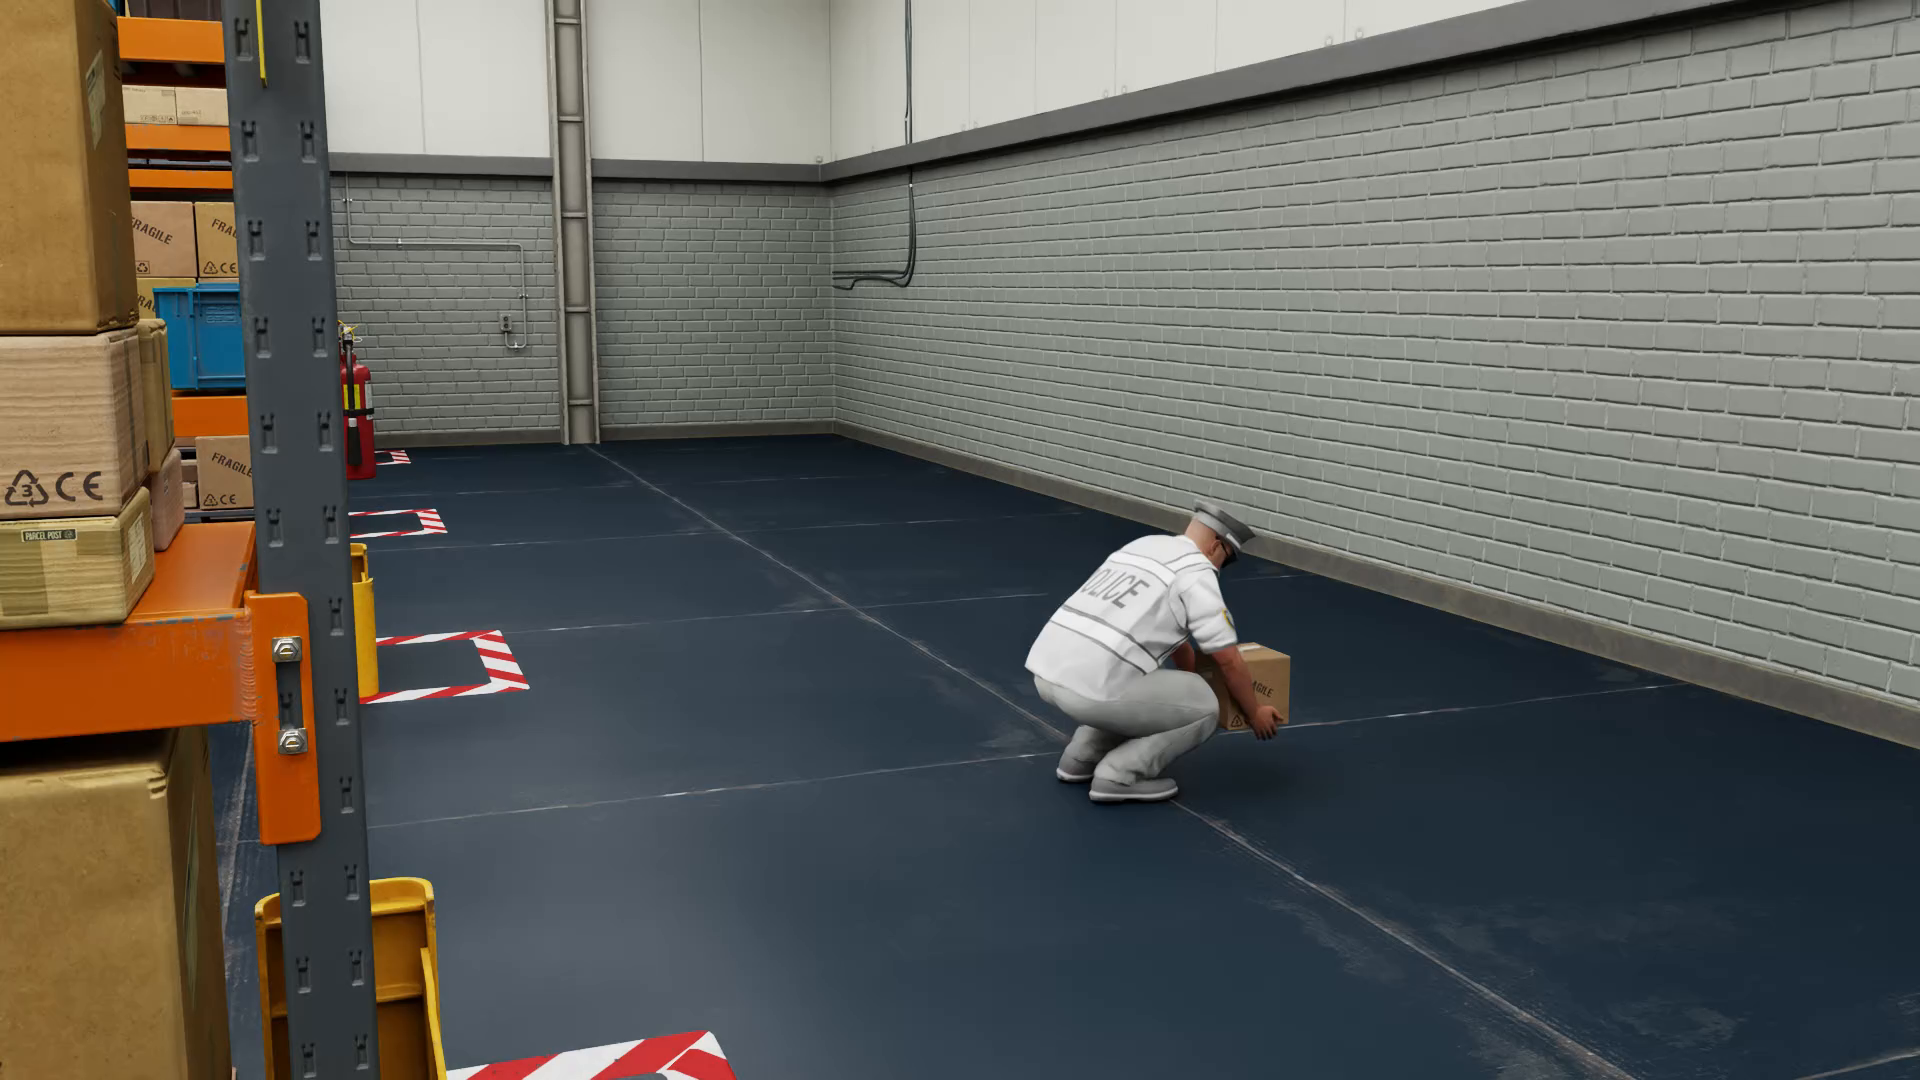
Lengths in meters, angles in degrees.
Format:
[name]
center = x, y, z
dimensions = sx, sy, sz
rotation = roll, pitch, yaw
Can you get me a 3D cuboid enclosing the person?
[person]
center = 0.684, 0.376, 5.877
dimensions = 0.895, 1.009, 0.556
rotation = -3, 9, -21
